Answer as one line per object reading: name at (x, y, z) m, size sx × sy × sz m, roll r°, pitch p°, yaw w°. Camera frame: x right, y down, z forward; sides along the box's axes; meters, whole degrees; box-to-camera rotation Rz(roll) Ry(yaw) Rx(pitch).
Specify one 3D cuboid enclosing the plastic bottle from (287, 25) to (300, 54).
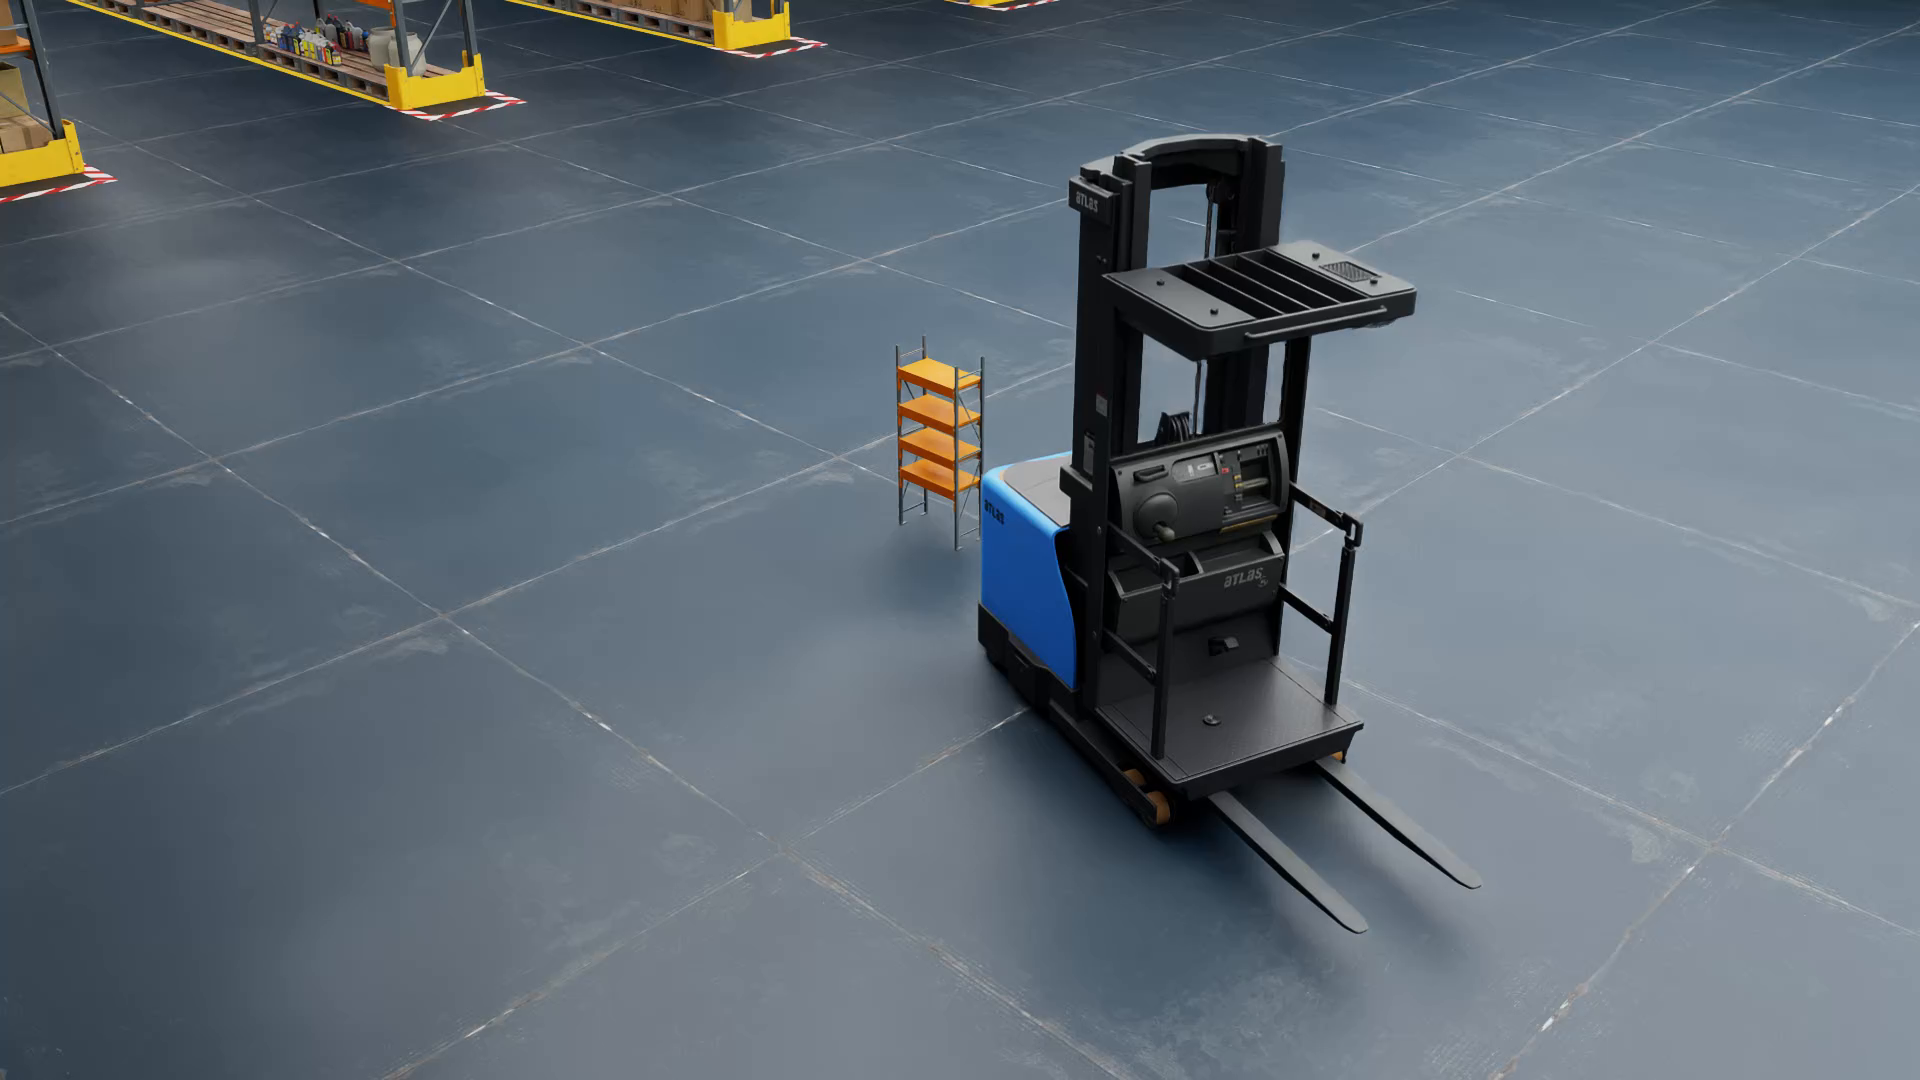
plastic bottle at (-8.810, -6.635, 22.020) m, size 0.185 × 0.351 × 0.144 m, roll 23°, pitch 35°, yaw 36°

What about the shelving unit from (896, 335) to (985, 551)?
shelving unit at (-0.118, -0.585, 10.073) m, size 0.503 × 1.200 × 0.258 m, roll 25°, pitch 36°, yaw 38°

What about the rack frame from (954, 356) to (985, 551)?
rack frame at (0.056, -0.505, 9.922) m, size 0.015 × 1.200 × 0.240 m, roll 25°, pitch 36°, yaw 38°

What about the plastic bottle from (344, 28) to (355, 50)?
plastic bottle at (-8.162, -6.696, 22.207) m, size 0.133 × 0.283 × 0.061 m, roll 25°, pitch 36°, yaw 38°

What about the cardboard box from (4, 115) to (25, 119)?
cardboard box at (-10.438, -4.508, 18.103) m, size 0.500 × 0.250 × 0.500 m, roll 25°, pitch 36°, yaw 38°

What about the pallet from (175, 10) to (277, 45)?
pallet at (-10.690, -7.483, 24.255) m, size 1.213 × 0.211 × 1.003 m, roll 25°, pitch 36°, yaw 38°

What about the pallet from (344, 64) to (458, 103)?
pallet at (-7.039, -5.813, 21.077) m, size 1.213 × 0.211 × 1.003 m, roll 25°, pitch 36°, yaw 38°

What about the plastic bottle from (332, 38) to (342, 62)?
plastic bottle at (-8.080, -6.344, 21.537) m, size 0.133 × 0.283 × 0.061 m, roll 25°, pitch 36°, yaw 38°

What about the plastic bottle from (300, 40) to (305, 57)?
plastic bottle at (-8.624, -6.469, 21.864) m, size 0.097 × 0.201 × 0.097 m, roll 0°, pitch 28°, yaw 0°

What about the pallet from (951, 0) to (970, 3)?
pallet at (0.020, -9.028, 27.193) m, size 1.213 × 0.211 × 1.003 m, roll 25°, pitch 36°, yaw 38°

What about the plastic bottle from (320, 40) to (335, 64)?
plastic bottle at (-8.154, -6.305, 21.472) m, size 0.135 × 0.276 × 0.152 m, roll 25°, pitch 37°, yaw 39°

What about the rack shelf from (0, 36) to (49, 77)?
rack shelf at (-11.278, -5.462, 18.188) m, size 4.000 × 0.370 × 1.077 m, roll 25°, pitch 36°, yaw 38°

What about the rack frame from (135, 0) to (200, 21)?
rack frame at (-12.081, -9.381, 24.868) m, size 0.127 × 3.000 × 1.000 m, roll 25°, pitch 36°, yaw 38°

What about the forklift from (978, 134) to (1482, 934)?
forklift at (1.218, -0.203, 7.488) m, size 1.130 × 2.935 × 3.031 m, roll -13°, pitch 31°, yaw -24°

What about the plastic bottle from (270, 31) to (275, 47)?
plastic bottle at (-9.237, -6.749, 22.397) m, size 0.097 × 0.201 × 0.097 m, roll 0°, pitch 28°, yaw 0°

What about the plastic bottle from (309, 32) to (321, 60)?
plastic bottle at (-8.374, -6.436, 21.641) m, size 0.144 × 0.351 × 0.185 m, roll -24°, pitch 36°, yaw -37°

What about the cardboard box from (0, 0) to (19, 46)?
cardboard box at (-10.176, -5.329, 17.054) m, size 0.500 × 0.500 × 0.700 m, roll 25°, pitch 36°, yaw 38°

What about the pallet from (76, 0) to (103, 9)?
pallet at (-13.538, -8.788, 26.737) m, size 1.213 × 0.211 × 1.003 m, roll 25°, pitch 36°, yaw 38°

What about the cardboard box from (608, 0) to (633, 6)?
cardboard box at (-5.085, -8.471, 25.371) m, size 0.500 × 0.500 × 0.500 m, roll -13°, pitch 31°, yaw -24°

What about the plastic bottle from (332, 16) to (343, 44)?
plastic bottle at (-8.431, -6.921, 22.563) m, size 0.185 × 0.351 × 0.144 m, roll 22°, pitch 35°, yaw 36°

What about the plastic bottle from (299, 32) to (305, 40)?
plastic bottle at (-8.678, -6.565, 21.971) m, size 0.097 × 0.271 × 0.097 m, roll 0°, pitch 28°, yaw 0°

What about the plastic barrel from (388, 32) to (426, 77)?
plastic barrel at (-6.899, -6.045, 20.745) m, size 0.421 × 0.512 × 0.421 m, roll 0°, pitch 28°, yaw 0°

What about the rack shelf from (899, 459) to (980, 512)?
rack shelf at (-0.118, -0.350, 10.197) m, size 0.480 × 0.148 × 0.258 m, roll 25°, pitch 36°, yaw 38°

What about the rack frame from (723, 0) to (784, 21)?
rack frame at (-2.904, -8.414, 23.029) m, size 0.127 × 3.000 × 1.000 m, roll 25°, pitch 36°, yaw 38°

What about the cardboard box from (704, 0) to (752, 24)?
cardboard box at (-3.338, -7.703, 23.912) m, size 0.500 × 0.500 × 0.500 m, roll -18°, pitch 33°, yaw -30°

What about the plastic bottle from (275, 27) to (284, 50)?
plastic bottle at (-9.059, -6.719, 22.259) m, size 0.152 × 0.276 × 0.135 m, roll -24°, pitch 36°, yaw -37°

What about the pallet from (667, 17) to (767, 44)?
pallet at (-3.513, -7.482, 24.252) m, size 1.213 × 0.211 × 1.003 m, roll 25°, pitch 36°, yaw 38°

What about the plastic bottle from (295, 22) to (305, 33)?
plastic bottle at (-8.843, -6.745, 22.228) m, size 0.185 × 0.351 × 0.144 m, roll 25°, pitch 36°, yaw 38°

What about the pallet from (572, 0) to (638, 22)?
pallet at (-5.253, -8.278, 25.766) m, size 1.213 × 0.211 × 1.003 m, roll 25°, pitch 36°, yaw 38°

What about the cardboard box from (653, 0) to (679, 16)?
cardboard box at (-4.221, -8.097, 24.661) m, size 0.500 × 0.500 × 0.500 m, roll -21°, pitch 34°, yaw -35°

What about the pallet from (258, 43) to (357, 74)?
pallet at (-8.779, -6.609, 22.591) m, size 1.213 × 0.211 × 1.003 m, roll 25°, pitch 36°, yaw 38°

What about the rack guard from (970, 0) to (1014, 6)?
rack guard at (0.663, -8.913, 26.664) m, size 0.348 × 0.500 × 1.175 m, roll 25°, pitch 36°, yaw 38°

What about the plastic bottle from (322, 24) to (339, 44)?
plastic bottle at (-8.517, -6.831, 22.471) m, size 0.135 × 0.276 × 0.152 m, roll 25°, pitch 36°, yaw 38°

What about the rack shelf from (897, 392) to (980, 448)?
rack shelf at (-0.118, -0.724, 10.001) m, size 0.480 × 0.148 × 0.258 m, roll 25°, pitch 36°, yaw 38°

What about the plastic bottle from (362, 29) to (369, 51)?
plastic bottle at (-7.911, -6.663, 22.158) m, size 0.097 × 0.271 × 0.097 m, roll 0°, pitch 28°, yaw 0°

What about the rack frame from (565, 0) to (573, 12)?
rack frame at (-5.756, -9.720, 25.512) m, size 0.127 × 3.000 × 1.000 m, roll 25°, pitch 36°, yaw 38°

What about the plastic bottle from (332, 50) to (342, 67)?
plastic bottle at (-7.994, -6.181, 21.315) m, size 0.097 × 0.201 × 0.097 m, roll 0°, pitch 28°, yaw 0°

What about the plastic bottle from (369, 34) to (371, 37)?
plastic bottle at (-7.767, -6.597, 22.033) m, size 0.097 × 0.271 × 0.097 m, roll 0°, pitch 28°, yaw 0°

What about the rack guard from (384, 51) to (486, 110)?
rack guard at (-6.464, -5.674, 20.503) m, size 0.348 × 0.500 × 1.175 m, roll 25°, pitch 36°, yaw 38°

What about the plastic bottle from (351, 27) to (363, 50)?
plastic bottle at (-8.087, -6.728, 22.277) m, size 0.152 × 0.276 × 0.135 m, roll -25°, pitch 36°, yaw -38°
